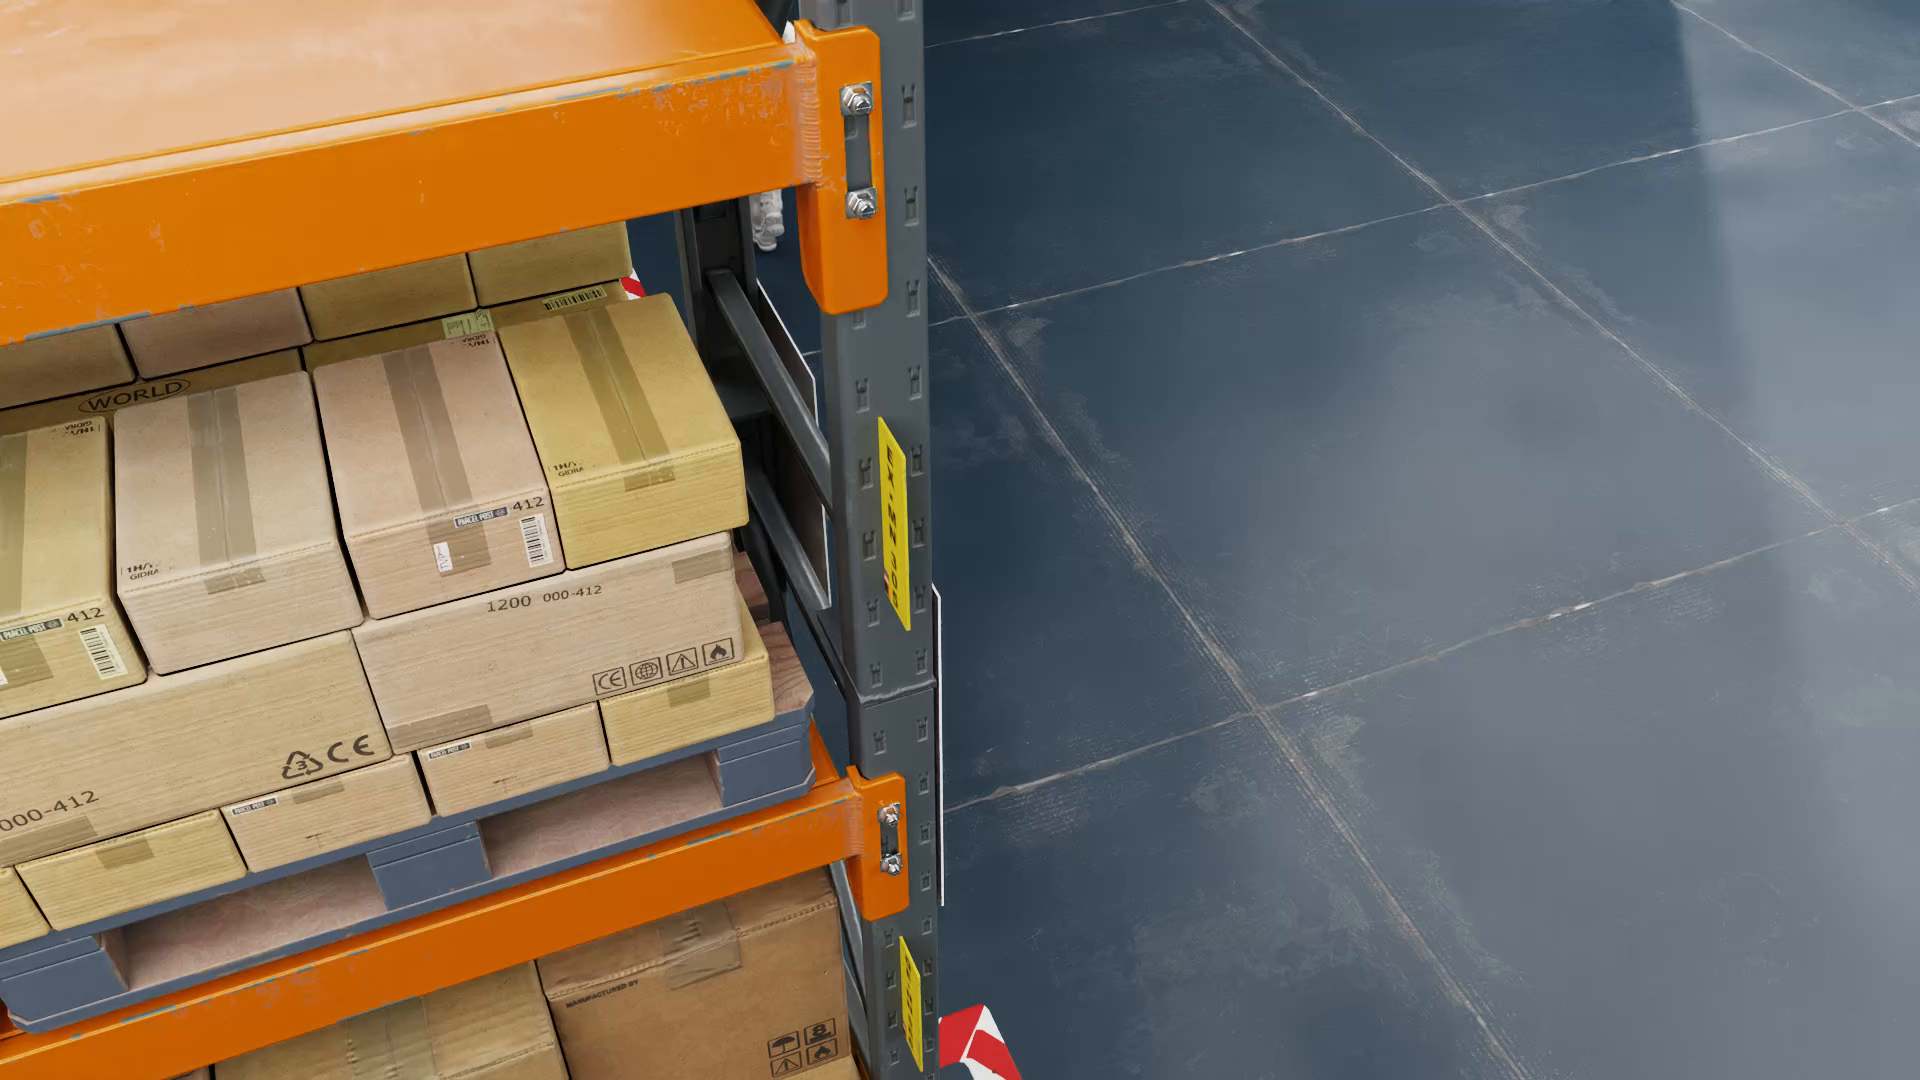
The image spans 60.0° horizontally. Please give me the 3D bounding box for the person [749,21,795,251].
[{"bbox_3d":[-1.087,-2.271,8.682,0.608,1.631,0.487,-13,44,-14],"label":"person"}]
